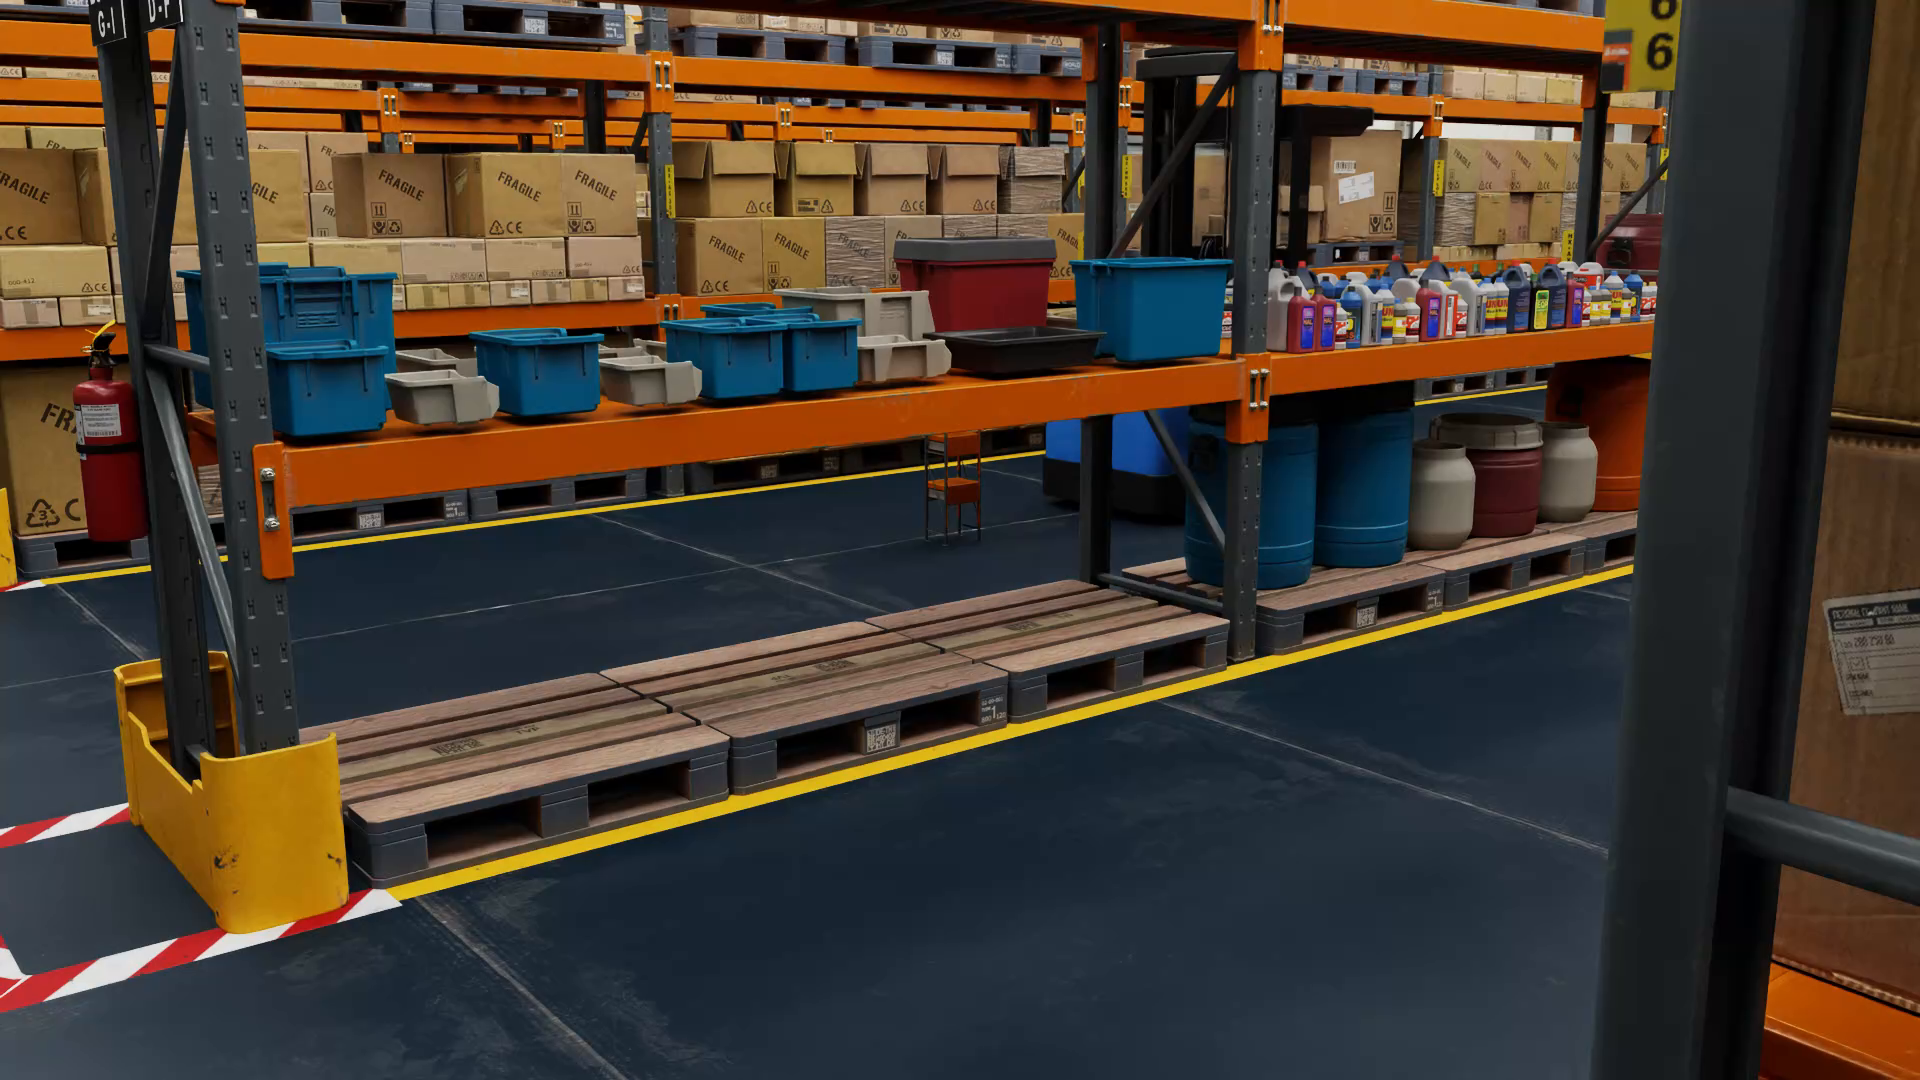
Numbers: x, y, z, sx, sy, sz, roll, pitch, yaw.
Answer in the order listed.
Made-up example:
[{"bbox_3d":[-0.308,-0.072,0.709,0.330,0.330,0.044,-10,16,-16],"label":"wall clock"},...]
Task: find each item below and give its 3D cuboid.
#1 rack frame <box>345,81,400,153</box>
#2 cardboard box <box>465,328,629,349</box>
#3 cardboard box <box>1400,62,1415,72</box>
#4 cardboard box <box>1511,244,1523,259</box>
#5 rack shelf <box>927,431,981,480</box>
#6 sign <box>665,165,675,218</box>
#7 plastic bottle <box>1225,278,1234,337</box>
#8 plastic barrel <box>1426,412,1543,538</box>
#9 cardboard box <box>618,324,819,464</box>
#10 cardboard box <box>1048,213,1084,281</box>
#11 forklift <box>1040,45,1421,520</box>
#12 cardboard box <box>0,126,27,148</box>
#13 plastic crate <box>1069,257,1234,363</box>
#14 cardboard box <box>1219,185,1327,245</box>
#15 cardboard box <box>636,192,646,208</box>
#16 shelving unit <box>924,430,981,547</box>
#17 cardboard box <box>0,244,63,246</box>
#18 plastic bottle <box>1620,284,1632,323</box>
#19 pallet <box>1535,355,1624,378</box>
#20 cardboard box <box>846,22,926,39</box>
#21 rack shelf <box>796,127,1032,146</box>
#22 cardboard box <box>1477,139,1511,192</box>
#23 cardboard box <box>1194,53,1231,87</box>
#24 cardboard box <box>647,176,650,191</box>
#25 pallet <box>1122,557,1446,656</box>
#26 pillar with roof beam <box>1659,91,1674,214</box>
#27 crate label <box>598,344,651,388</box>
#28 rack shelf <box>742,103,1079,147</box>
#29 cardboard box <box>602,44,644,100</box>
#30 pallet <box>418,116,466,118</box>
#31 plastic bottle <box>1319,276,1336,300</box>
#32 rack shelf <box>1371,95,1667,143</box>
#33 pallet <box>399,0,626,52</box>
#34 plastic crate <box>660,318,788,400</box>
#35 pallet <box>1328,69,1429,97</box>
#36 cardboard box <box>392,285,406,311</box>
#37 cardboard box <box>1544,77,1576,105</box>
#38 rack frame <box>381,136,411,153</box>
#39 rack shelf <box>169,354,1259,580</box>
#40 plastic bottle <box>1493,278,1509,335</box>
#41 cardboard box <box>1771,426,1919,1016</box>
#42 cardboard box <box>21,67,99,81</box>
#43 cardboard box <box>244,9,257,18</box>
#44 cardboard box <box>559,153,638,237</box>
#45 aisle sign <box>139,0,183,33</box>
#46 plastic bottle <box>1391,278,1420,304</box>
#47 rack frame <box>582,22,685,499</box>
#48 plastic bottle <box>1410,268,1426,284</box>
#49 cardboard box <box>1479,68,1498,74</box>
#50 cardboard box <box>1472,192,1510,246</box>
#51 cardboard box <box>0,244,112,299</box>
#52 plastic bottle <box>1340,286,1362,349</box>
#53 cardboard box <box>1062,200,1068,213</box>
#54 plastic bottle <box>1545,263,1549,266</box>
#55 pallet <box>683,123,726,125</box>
[{"bbox_3d":[-5.197,-2.645,14.865,0.127,3.000,1.000,-9,15,-38],"label":"rack frame"},{"bbox_3d":[-2.743,-0.921,10.849,0.875,0.875,0.875,-9,15,-38],"label":"cardboard box"},{"bbox_3d":[4.143,-4.544,15.985,0.250,0.149,0.380,-9,15,-36],"label":"cardboard box"},{"bbox_3d":[5.386,-2.888,16.613,0.250,0.149,0.380,-9,15,-38],"label":"cardboard box"},{"bbox_3d":[-0.042,-0.496,9.489,0.240,0.259,0.215,-9,15,-38],"label":"rack shelf"},{"bbox_3d":[-1.829,-2.200,10.493,0.005,0.325,0.100,-9,15,-38],"label":"sign"},{"bbox_3d":[1.308,-1.115,7.955,0.135,0.276,0.152,-9,15,-38],"label":"plastic bottle"},{"bbox_3d":[2.787,-0.356,8.880,0.708,0.588,0.600,-9,15,-38],"label":"plastic barrel"},{"bbox_3d":[-1.690,-1.080,11.598,0.875,0.875,1.225,-9,15,-37],"label":"cardboard box"},{"bbox_3d":[0.716,-2.291,12.957,0.500,0.500,0.500,-9,15,-36],"label":"cardboard box"},{"bbox_3d":[1.958,-1.785,10.980,3.031,2.935,1.130,-10,16,-40],"label":"forklift"},{"bbox_3d":[-7.414,-2.891,12.660,0.500,0.500,0.500,-9,15,-36],"label":"cardboard box"},{"bbox_3d":[0.765,-0.930,6.681,0.575,0.384,0.392,-9,15,-38],"label":"plastic crate"},{"bbox_3d":[2.774,-2.882,14.719,0.637,0.503,0.797,-8,14,-32],"label":"cardboard box"},{"bbox_3d":[-3.181,-3.232,15.792,0.250,0.149,0.380,-9,15,-35],"label":"cardboard box"},{"bbox_3d":[-0.042,-0.507,9.487,0.252,1.050,0.215,-9,15,-38],"label":"shelving unit"},{"bbox_3d":[-5.088,-1.487,9.054,0.500,0.250,0.500,-10,15,-39],"label":"cardboard box"},{"bbox_3d":[3.481,-1.245,8.747,0.097,0.201,0.097,0,12,0],"label":"plastic bottle"},{"bbox_3d":[6.477,-1.911,18.121,1.213,0.211,1.003,-9,15,-38],"label":"pallet"},{"bbox_3d":[-0.636,-3.801,11.828,0.637,0.503,0.797,-10,15,-38],"label":"cardboard box"},{"bbox_3d":[-0.560,-5.848,24.458,4.000,0.370,1.077,-9,15,-38],"label":"rack shelf"},{"bbox_3d":[4.969,-3.632,16.145,0.500,0.500,0.500,-9,15,-38],"label":"cardboard box"},{"bbox_3d":[1.873,-3.827,13.569,0.500,0.250,0.500,-9,15,-36],"label":"cardboard box"},{"bbox_3d":[-3.936,-4.513,21.695,0.500,0.500,0.500,-9,15,-37],"label":"cardboard box"},{"bbox_3d":[1.545,0.246,7.960,1.213,0.211,1.003,-9,15,-38],"label":"pallet"},{"bbox_3d":[22.907,-11.982,44.390,0.548,9.000,9.100,-9,15,-38],"label":"pillar with roof beam"},{"bbox_3d":[-1.245,-0.616,5.799,0.243,0.136,0.396,-9,15,-38],"label":"crate label"},{"bbox_3d":[-0.512,-4.539,18.294,4.000,0.370,1.077,-9,15,-38],"label":"rack shelf"},{"bbox_3d":[-3.136,-4.434,15.826,0.500,0.500,0.500,-9,15,-38],"label":"cardboard box"},{"bbox_3d":[-6.586,-5.091,19.617,1.213,0.211,1.003,-9,15,-35],"label":"pallet"},{"bbox_3d":[1.794,-1.160,8.180,0.097,0.271,0.097,0,12,0],"label":"plastic bottle"},{"bbox_3d":[5.631,-4.241,16.888,4.000,0.370,1.077,-9,15,-38],"label":"rack shelf"},{"bbox_3d":[-2.823,-3.147,10.220,1.213,0.211,1.003,-9,15,-38],"label":"pallet"},{"bbox_3d":[-0.780,-0.602,5.502,0.300,0.233,0.416,-9,15,-38],"label":"plastic crate"},{"bbox_3d":[3.521,-4.178,15.315,1.003,0.211,1.213,-9,15,-38],"label":"pallet"},{"bbox_3d":[-3.413,-1.412,9.664,0.250,0.149,0.380,-9,15,-37],"label":"cardboard box"},{"bbox_3d":[5.792,-4.478,16.637,0.500,0.250,0.500,-10,15,-39],"label":"cardboard box"},{"bbox_3d":[-8.348,-4.759,24.817,0.127,3.000,1.000,-9,15,-38],"label":"rack frame"},{"bbox_3d":[-0.645,-0.413,6.084,4.000,0.370,1.077,-9,15,-38],"label":"rack shelf"},{"bbox_3d":[2.604,-1.133,8.053,0.097,0.271,0.097,0,12,0],"label":"plastic bottle"},{"bbox_3d":[1.065,0.147,1.472,0.500,0.500,0.500,-9,15,-36],"label":"cardboard box"},{"bbox_3d":[-7.002,-3.673,12.847,0.500,0.250,0.500,-10,16,-39],"label":"cardboard box"},{"bbox_3d":[-5.914,-4.304,13.654,0.250,0.149,0.380,-9,15,-36],"label":"cardboard box"},{"bbox_3d":[-2.369,-2.164,10.436,0.500,0.500,0.500,-9,15,-36],"label":"cardboard box"},{"bbox_3d":[-2.077,-1.719,4.246,0.004,0.787,0.394,-9,15,-38],"label":"aisle sign"},{"bbox_3d":[2.144,-1.107,7.918,0.135,0.276,0.152,-9,15,-38],"label":"plastic bottle"},{"bbox_3d":[-2.177,-1.828,11.014,0.127,3.000,1.000,-9,15,-38],"label":"rack frame"},{"bbox_3d":[2.418,-1.299,8.823,0.135,0.276,0.152,-9,15,-38],"label":"plastic bottle"},{"bbox_3d":[4.907,-4.524,15.894,0.250,0.149,0.380,-9,15,-37],"label":"cardboard box"},{"bbox_3d":[4.872,-3.168,16.368,0.500,0.500,0.875,-9,15,-38],"label":"cardboard box"},{"bbox_3d":[-4.757,-1.399,8.642,0.500,0.250,0.500,-10,16,-39],"label":"cardboard box"},{"bbox_3d":[1.729,-0.988,7.368,0.097,0.271,0.097,0,12,0],"label":"plastic bottle"},{"bbox_3d":[1.331,-3.806,19.972,0.550,0.550,0.875,-9,15,-38],"label":"cardboard box"},{"bbox_3d":[3.393,-1.466,9.621,0.097,0.271,0.097,0,12,0],"label":"plastic bottle"},{"bbox_3d":[-3.478,-5.651,22.248,1.003,0.211,1.213,-9,15,-38],"label":"pallet"}]
